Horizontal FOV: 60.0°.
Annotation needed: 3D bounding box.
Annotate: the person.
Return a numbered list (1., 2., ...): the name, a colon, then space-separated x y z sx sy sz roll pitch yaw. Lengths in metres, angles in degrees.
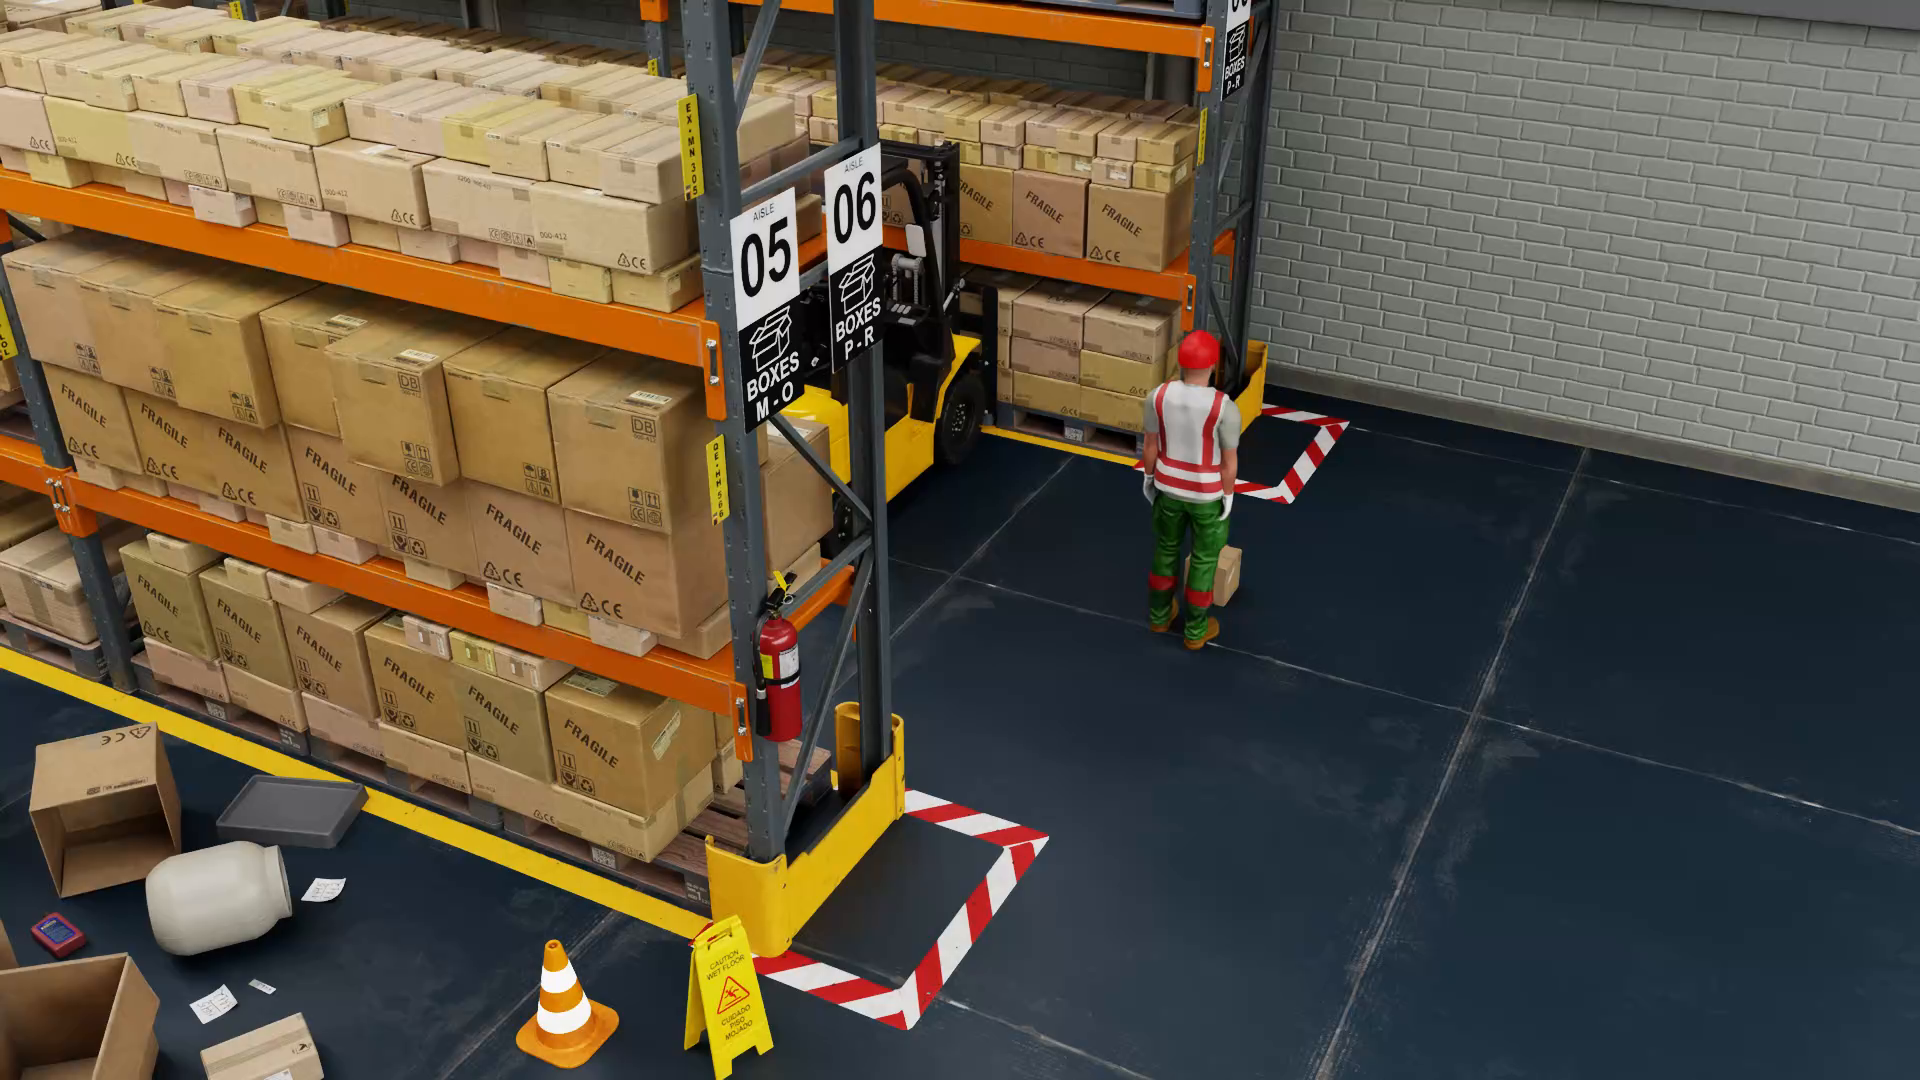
1. person: 1.219 -0.279 8.763 0.524 1.790 0.380 15 33 24
